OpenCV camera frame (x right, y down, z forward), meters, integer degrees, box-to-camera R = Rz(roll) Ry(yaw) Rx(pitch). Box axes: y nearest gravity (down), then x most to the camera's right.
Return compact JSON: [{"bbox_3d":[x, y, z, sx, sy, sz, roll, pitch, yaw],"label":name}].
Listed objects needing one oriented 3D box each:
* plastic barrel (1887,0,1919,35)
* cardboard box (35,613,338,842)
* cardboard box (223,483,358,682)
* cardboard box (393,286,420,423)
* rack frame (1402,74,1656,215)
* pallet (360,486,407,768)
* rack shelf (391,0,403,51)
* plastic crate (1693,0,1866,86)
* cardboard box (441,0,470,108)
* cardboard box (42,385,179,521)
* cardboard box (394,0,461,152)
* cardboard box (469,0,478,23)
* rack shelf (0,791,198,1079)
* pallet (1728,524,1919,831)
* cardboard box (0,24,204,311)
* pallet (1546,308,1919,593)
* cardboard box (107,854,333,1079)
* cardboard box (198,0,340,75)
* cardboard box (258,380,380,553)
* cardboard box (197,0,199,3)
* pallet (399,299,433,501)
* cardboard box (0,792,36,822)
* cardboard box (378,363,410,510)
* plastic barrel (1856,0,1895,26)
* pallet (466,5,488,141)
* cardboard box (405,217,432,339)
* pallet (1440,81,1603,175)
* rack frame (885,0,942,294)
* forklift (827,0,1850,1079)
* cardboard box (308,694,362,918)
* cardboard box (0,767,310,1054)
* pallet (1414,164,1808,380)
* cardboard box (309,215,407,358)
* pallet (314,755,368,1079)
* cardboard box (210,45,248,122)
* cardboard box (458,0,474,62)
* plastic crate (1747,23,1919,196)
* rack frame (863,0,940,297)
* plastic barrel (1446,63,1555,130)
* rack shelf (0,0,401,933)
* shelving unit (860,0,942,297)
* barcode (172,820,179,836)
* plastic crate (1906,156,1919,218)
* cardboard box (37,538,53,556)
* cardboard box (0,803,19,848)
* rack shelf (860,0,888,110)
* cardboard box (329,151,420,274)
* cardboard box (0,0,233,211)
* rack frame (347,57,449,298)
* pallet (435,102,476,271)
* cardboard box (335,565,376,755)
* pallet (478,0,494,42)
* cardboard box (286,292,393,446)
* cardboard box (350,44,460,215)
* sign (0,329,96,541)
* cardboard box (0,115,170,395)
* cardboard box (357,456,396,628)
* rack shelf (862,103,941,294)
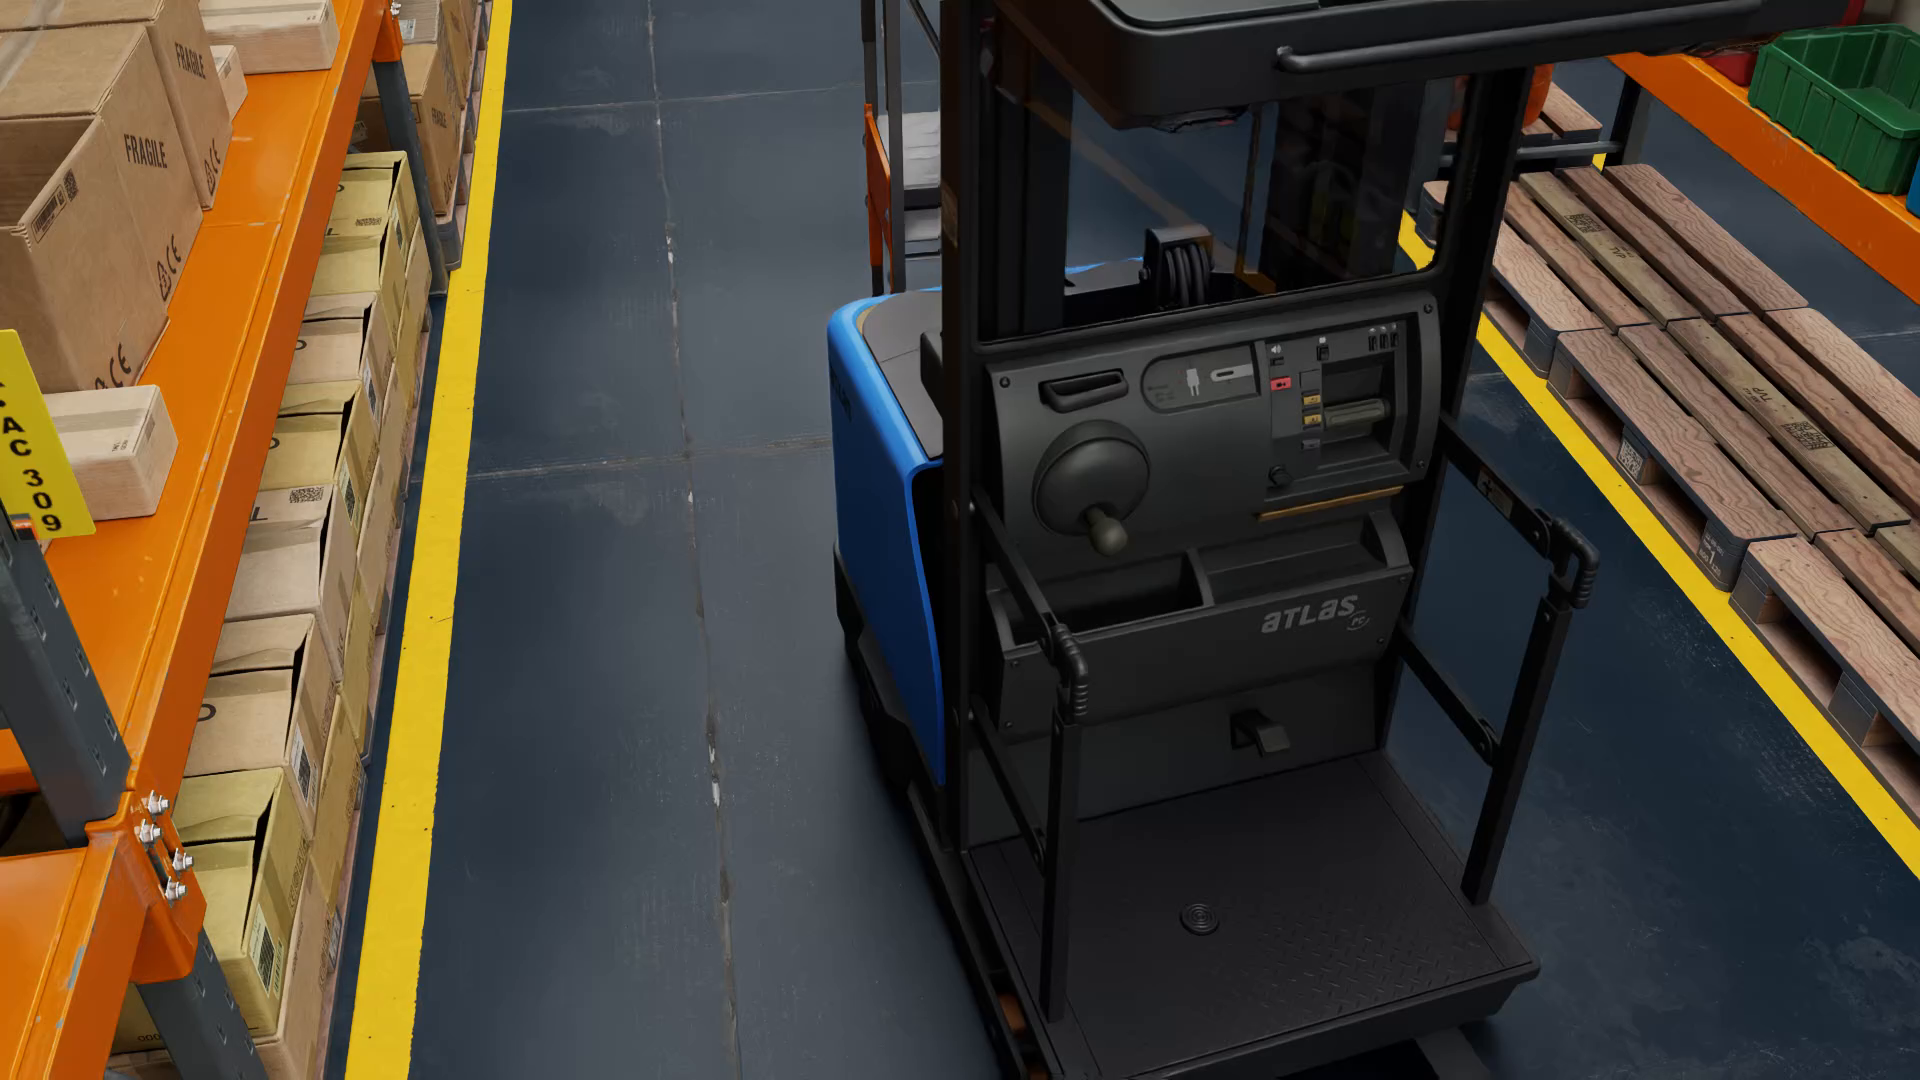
[{"bbox_3d":[2.925,-1.590,4.740,0.433,0.535,0.433,0,38,0],"label":"plastic barrel"},{"bbox_3d":[-1.706,0.420,3.707,0.500,0.311,0.500,-7,38,-8],"label":"cardboard box"},{"bbox_3d":[-1.798,0.107,4.109,0.500,0.311,0.500,-7,38,-9],"label":"cardboard box"},{"bbox_3d":[-2.071,-0.593,5.467,0.500,0.250,0.500,-7,38,-8],"label":"cardboard box"},{"bbox_3d":[2.380,-2.646,6.211,1.000,3.000,0.127,-6,38,-8],"label":"rack frame"},{"bbox_3d":[-2.181,0.222,4.792,1.003,0.211,1.213,-6,38,-8],"label":"pallet"},{"bbox_3d":[-2.848,-3.039,7.304,1.077,0.370,4.000,-6,38,-8],"label":"rack shelf"},{"bbox_3d":[2.362,-1.662,4.893,0.402,0.464,0.583,-6,38,-8],"label":"plastic crate"},{"bbox_3d":[-2.476,-2.227,7.350,0.500,0.500,0.500,-7,38,-9],"label":"cardboard box"},{"bbox_3d":[-1.750,-0.157,3.212,0.380,0.149,0.250,-6,38,-8],"label":"cardboard box"},{"bbox_3d":[-2.393,-1.923,6.960,0.500,0.500,0.500,-8,38,-10],"label":"cardboard box"},{"bbox_3d":[-2.664,-2.848,8.150,0.500,0.500,0.500,-6,38,-7],"label":"cardboard box"},{"bbox_3d":[-1.446,1.793,1.084,1.077,0.370,4.000,-6,38,-8],"label":"rack shelf"},{"bbox_3d":[2.905,0.401,4.562,1.003,0.211,1.213,-6,38,-8],"label":"pallet"},{"bbox_3d":[-2.095,-0.825,3.786,0.500,0.500,0.500,-6,38,-8],"label":"cardboard box"},{"bbox_3d":[2.688,-0.337,5.512,1.003,0.211,1.213,-6,38,-8],"label":"pallet"},{"bbox_3d":[-1.623,0.950,3.481,0.500,0.250,0.500,-7,38,-9],"label":"cardboard box"},{"bbox_3d":[-2.068,-1.503,4.944,0.380,0.149,0.250,-6,38,-8],"label":"cardboard box"},{"bbox_3d":[-1.894,-0.206,4.512,0.500,0.311,0.500,-5,38,-7],"label":"cardboard box"},{"bbox_3d":[-2.531,-1.519,4.833,0.500,0.311,0.500,-7,38,-8],"label":"cardboard box"},{"bbox_3d":[-2.392,-0.513,5.738,1.003,0.211,1.213,-6,38,-8],"label":"pallet"},{"bbox_3d":[-2.247,0.472,3.640,0.500,0.311,0.500,-5,38,-7],"label":"cardboard box"},{"bbox_3d":[-1.986,-0.289,5.076,0.500,0.250,0.500,-5,38,-7],"label":"cardboard box"},{"bbox_3d":[2.844,-1.837,5.079,0.421,0.512,0.421,0,38,0],"label":"plastic barrel"},{"bbox_3d":[-2.802,-2.205,7.916,1.003,0.211,1.213,-6,38,-8],"label":"pallet"},{"bbox_3d":[-2.165,-0.904,5.867,0.500,0.250,0.500,-5,38,-7],"label":"cardboard box"},{"bbox_3d":[2.201,-2.016,7.674,1.003,0.211,1.213,-6,38,-8],"label":"pallet"},{"bbox_3d":[0.014,-0.782,4.545,0.400,2.100,0.015,-6,38,-8],"label":"rack frame"},{"bbox_3d":[0.576,-0.152,3.057,1.130,2.935,3.031,-11,39,-14],"label":"forklift"},{"bbox_3d":[-1.711,0.641,3.878,0.500,0.250,0.500,-5,38,-7],"label":"cardboard box"},{"bbox_3d":[-1.623,0.723,3.317,0.500,0.311,0.500,-6,38,-8],"label":"cardboard box"},{"bbox_3d":[2.477,-1.073,6.459,1.003,0.211,1.213,-6,38,-8],"label":"pallet"},{"bbox_3d":[-2.066,-0.814,5.294,0.500,0.311,0.500,-7,38,-9],"label":"cardboard box"},{"bbox_3d":[-1.964,0.961,3.841,1.003,0.211,1.213,-6,38,-8],"label":"pallet"},{"bbox_3d":[-2.219,-1.252,4.621,0.380,0.149,0.250,-4,38,-5],"label":"cardboard box"},{"bbox_3d":[-2.573,-2.541,7.755,0.500,0.500,0.500,-7,38,-9],"label":"cardboard box"},{"bbox_3d":[2.498,-1.168,4.481,0.450,0.188,0.662,-6,38,-8],"label":"plastic crate"},{"bbox_3d":[-0.072,-1.077,4.924,0.400,2.100,0.015,-6,38,-8],"label":"rack frame"},{"bbox_3d":[2.277,-2.248,7.126,0.600,0.830,0.708,-6,38,-8],"label":"plastic barrel"},{"bbox_3d":[-2.147,-0.623,4.194,1.077,0.370,4.000,-6,38,-8],"label":"rack shelf"},{"bbox_3d":[-0.029,-0.929,4.735,0.431,2.100,0.503,-6,38,-8],"label":"shelving unit"},{"bbox_3d":[-1.431,0.536,3.012,0.001,0.075,0.075,-6,38,-8],"label":"barcode"},{"bbox_3d":[2.581,-0.856,3.920,0.392,0.384,0.575,-6,38,-8],"label":"plastic crate"},{"bbox_3d":[-1.926,0.067,2.841,0.500,0.250,0.500,-4,38,-5],"label":"cardboard box"},{"bbox_3d":[-2.150,0.785,3.236,0.500,0.311,0.500,-6,38,-8],"label":"cardboard box"},{"bbox_3d":[-0.029,-1.471,4.313,0.431,0.518,0.480,-6,38,-8],"label":"rack shelf"},{"bbox_3d":[-2.163,-1.127,5.698,0.500,0.311,0.500,-5,38,-7],"label":"cardboard box"},{"bbox_3d":[-2.187,-1.143,4.195,0.500,0.500,0.500,-8,39,-10],"label":"cardboard box"},{"bbox_3d":[-2.498,-2.115,5.528,1.000,3.000,0.127,-6,38,-8],"label":"rack frame"},{"bbox_3d":[-2.591,-1.469,6.969,1.003,0.211,1.213,-6,38,-8],"label":"pallet"},{"bbox_3d":[-1.805,0.329,4.281,0.500,0.250,0.500,-7,38,-9],"label":"cardboard box"},{"bbox_3d":[-3.019,-2.943,8.866,1.003,0.211,1.213,-6,38,-8],"label":"pallet"},{"bbox_3d":[-1.980,-0.509,4.902,0.500,0.311,0.500,-6,38,-8],"label":"cardboard box"},{"bbox_3d":[-2.296,-1.608,6.553,0.500,0.500,0.500,-5,38,-6],"label":"cardboard box"},{"bbox_3d":[-1.250,-0.133,2.206,0.100,0.325,0.005,-6,38,-8],"label":"sign"},{"bbox_3d":[-2.007,-0.523,3.396,0.500,0.500,0.500,-4,38,-5],"label":"cardboard box"},{"bbox_3d":[-1.893,0.021,4.676,0.500,0.250,0.500,-6,38,-7],"label":"cardboard box"},{"bbox_3d":[-0.029,-0.918,4.743,0.431,0.518,0.480,-6,38,-8],"label":"rack shelf"}]
